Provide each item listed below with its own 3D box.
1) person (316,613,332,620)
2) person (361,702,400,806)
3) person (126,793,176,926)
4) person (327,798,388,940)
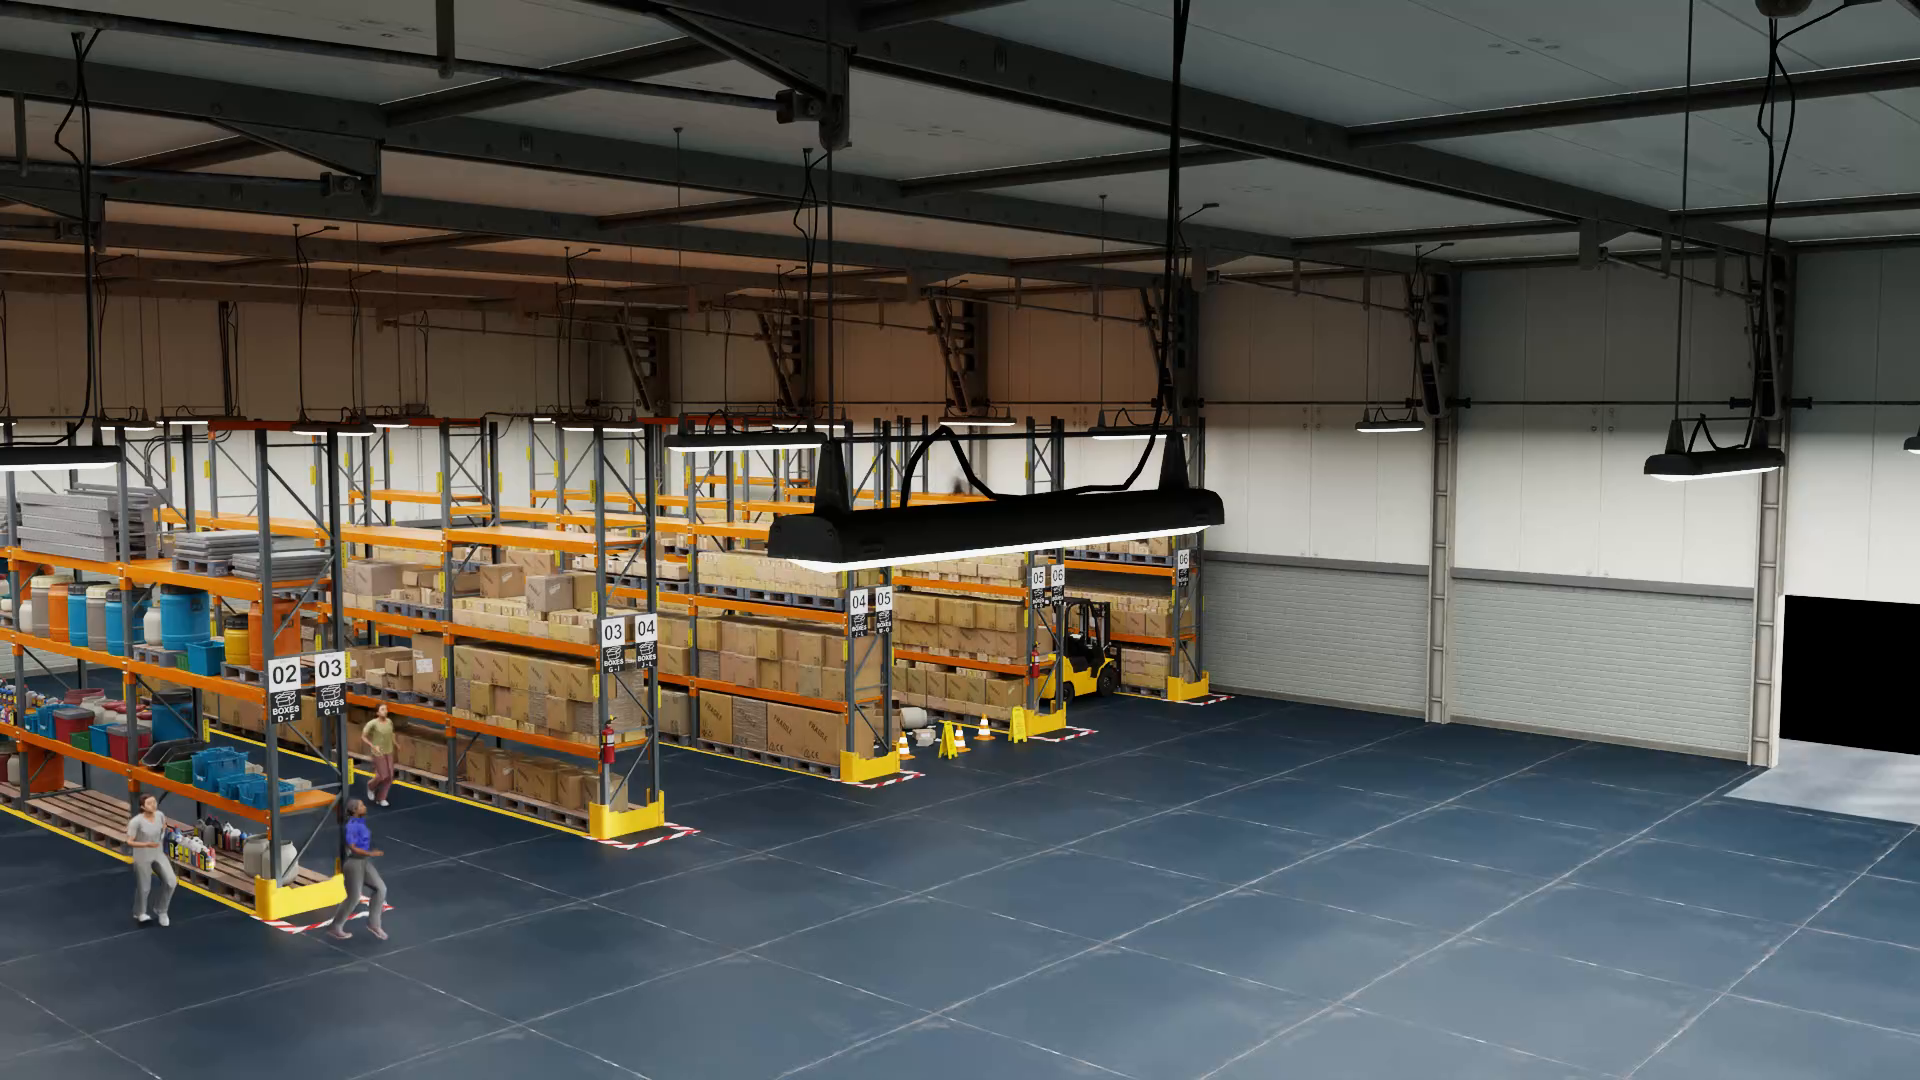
[{"bbox_3d":[-14.956,2.230,39.023,0.763,1.768,0.676,-4,6,-43],"label":"person"},{"bbox_3d":[-9.067,3.350,26.075,0.533,1.624,0.563,3,6,35],"label":"person"},{"bbox_3d":[-9.763,3.845,20.030,0.751,1.643,0.578,3,6,36],"label":"person"},{"bbox_3d":[-7.104,3.889,19.644,0.685,1.655,0.600,0,5,-5],"label":"person"}]
